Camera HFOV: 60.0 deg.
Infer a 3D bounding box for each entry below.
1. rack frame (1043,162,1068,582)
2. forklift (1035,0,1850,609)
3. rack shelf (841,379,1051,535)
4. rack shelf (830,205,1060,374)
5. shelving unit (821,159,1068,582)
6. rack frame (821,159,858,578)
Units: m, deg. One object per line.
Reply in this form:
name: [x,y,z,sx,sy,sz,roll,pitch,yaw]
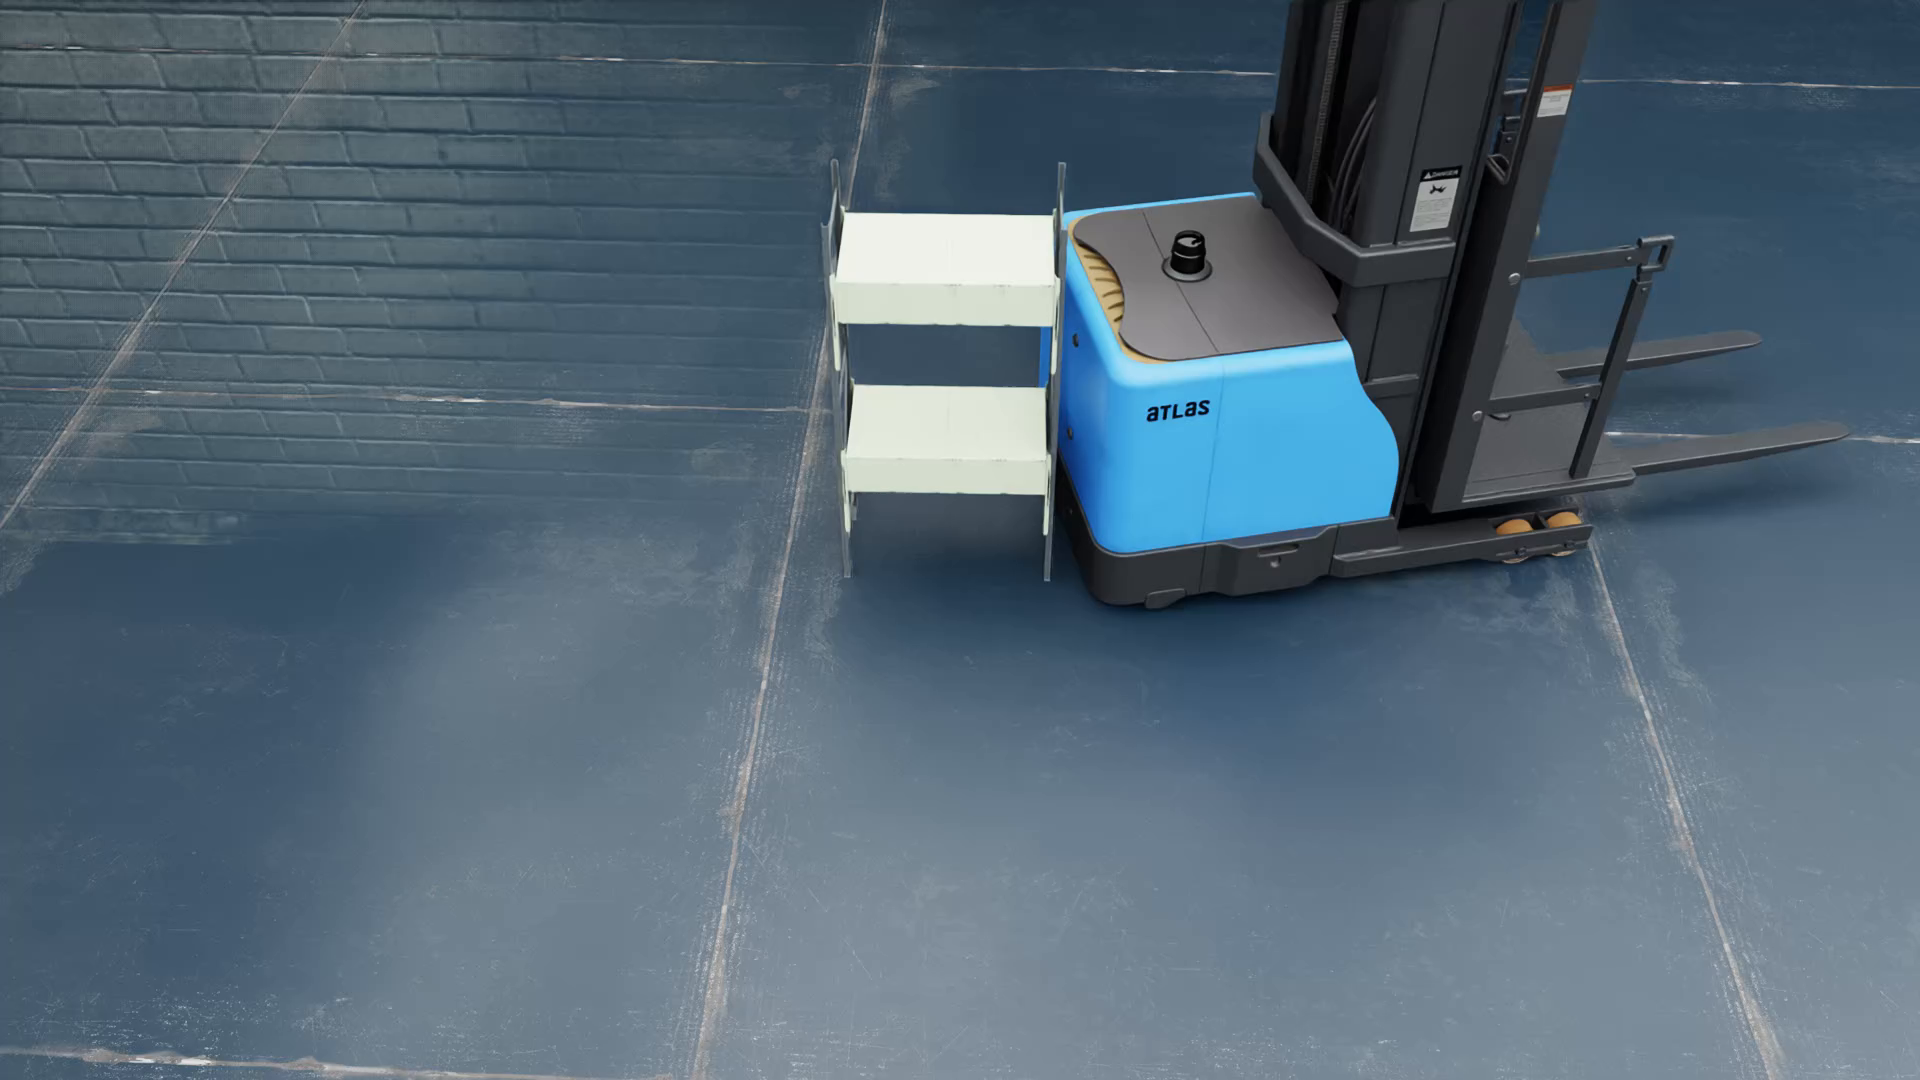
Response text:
rack frame: [0.323,-0.531,5.720,0.023,1.500,0.400,1,43,1]
forklift: [1.858,-1.332,5.530,3.031,2.935,1.130,-8,44,-8]
rack shelf: [-0.043,-0.299,5.949,0.720,0.370,0.431,1,43,1]
rack shelf: [-0.043,-0.823,5.461,0.720,0.370,0.431,1,43,1]
shelving unit: [-0.043,-0.538,5.727,0.755,1.500,0.431,1,43,1]
rack frame: [-0.409,-0.544,5.734,0.023,1.500,0.400,1,43,1]
